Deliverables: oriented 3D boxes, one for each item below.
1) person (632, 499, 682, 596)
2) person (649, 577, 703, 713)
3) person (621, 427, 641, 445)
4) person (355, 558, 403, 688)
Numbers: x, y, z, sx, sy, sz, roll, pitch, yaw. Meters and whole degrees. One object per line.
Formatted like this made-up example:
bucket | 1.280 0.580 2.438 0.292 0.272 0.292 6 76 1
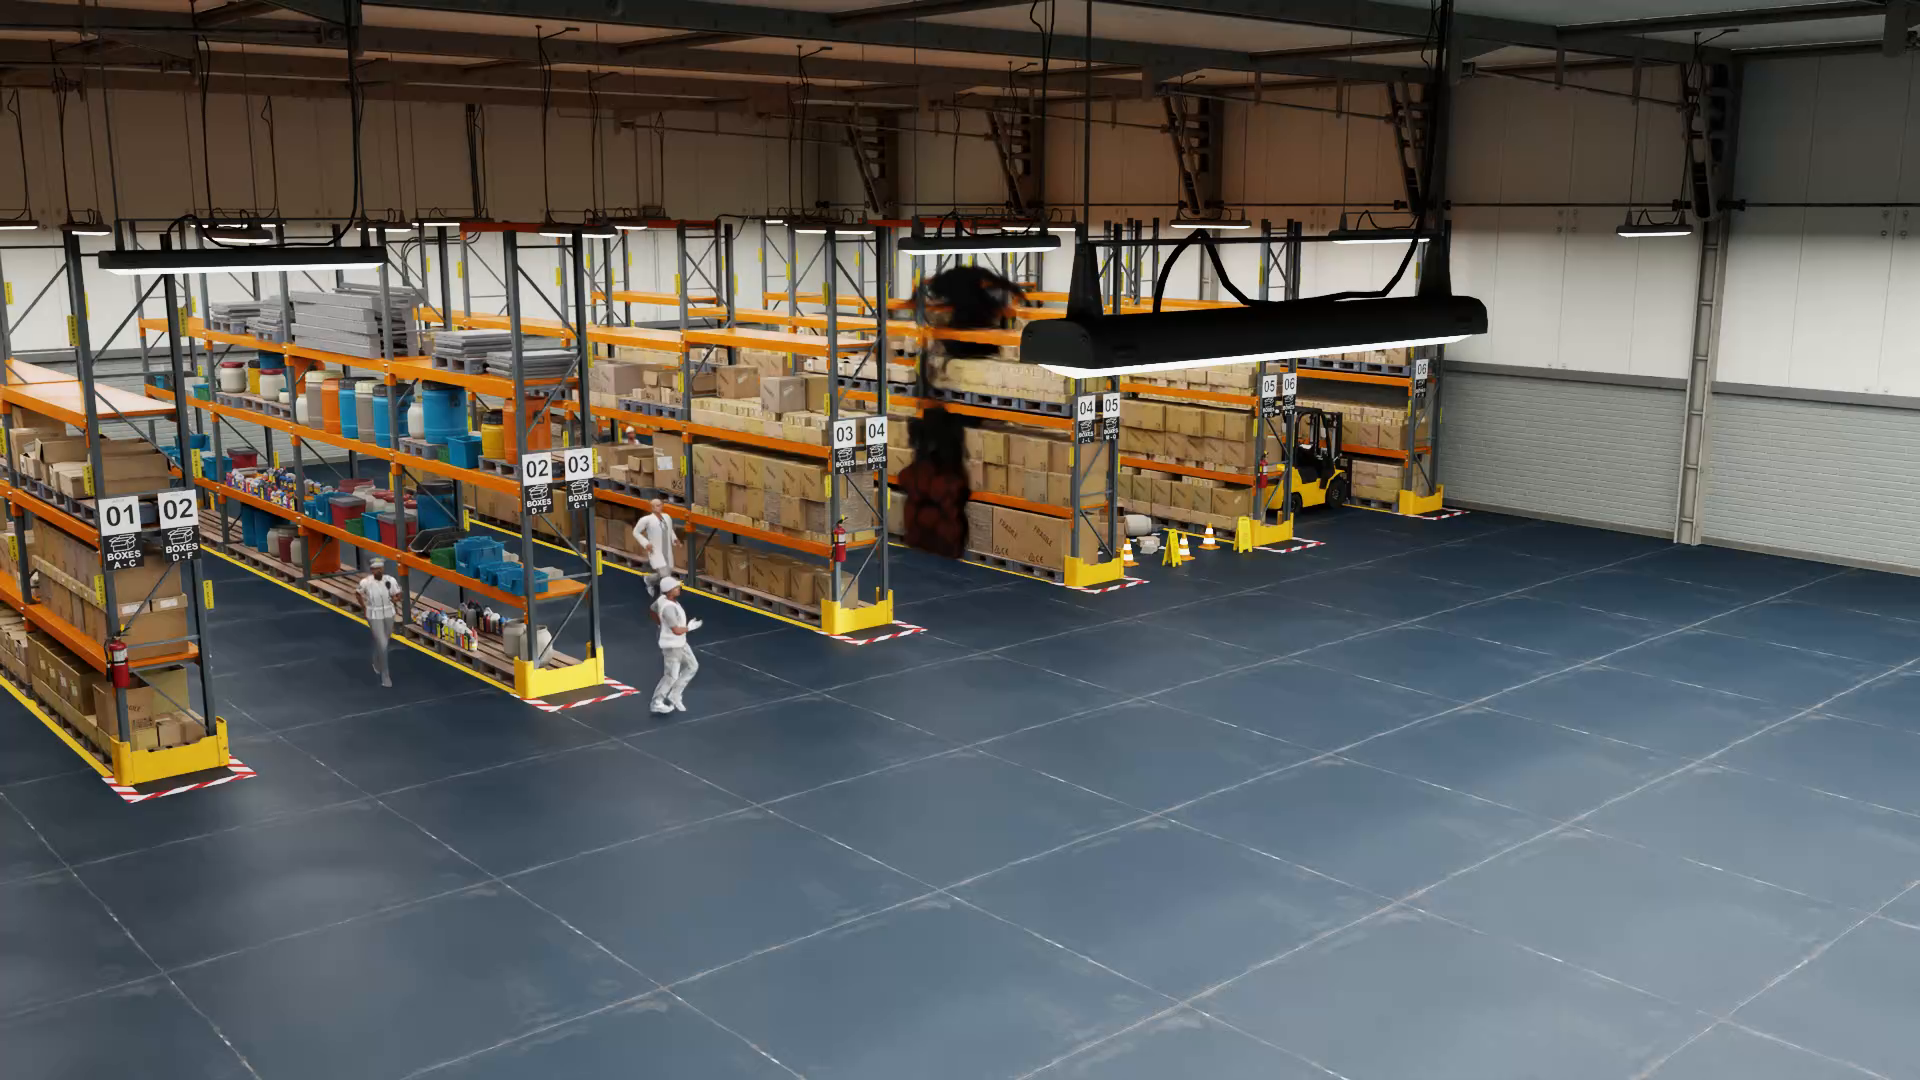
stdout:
person | -4.814 0.216 26.426 0.899 1.769 0.711 10 15 41
person | -3.560 1.326 20.826 0.693 1.791 0.663 -1 11 -5
person | -6.876 -1.514 34.930 0.583 1.749 0.668 11 16 42
person | -7.772 1.066 22.359 0.553 1.753 0.799 -9 14 -37
